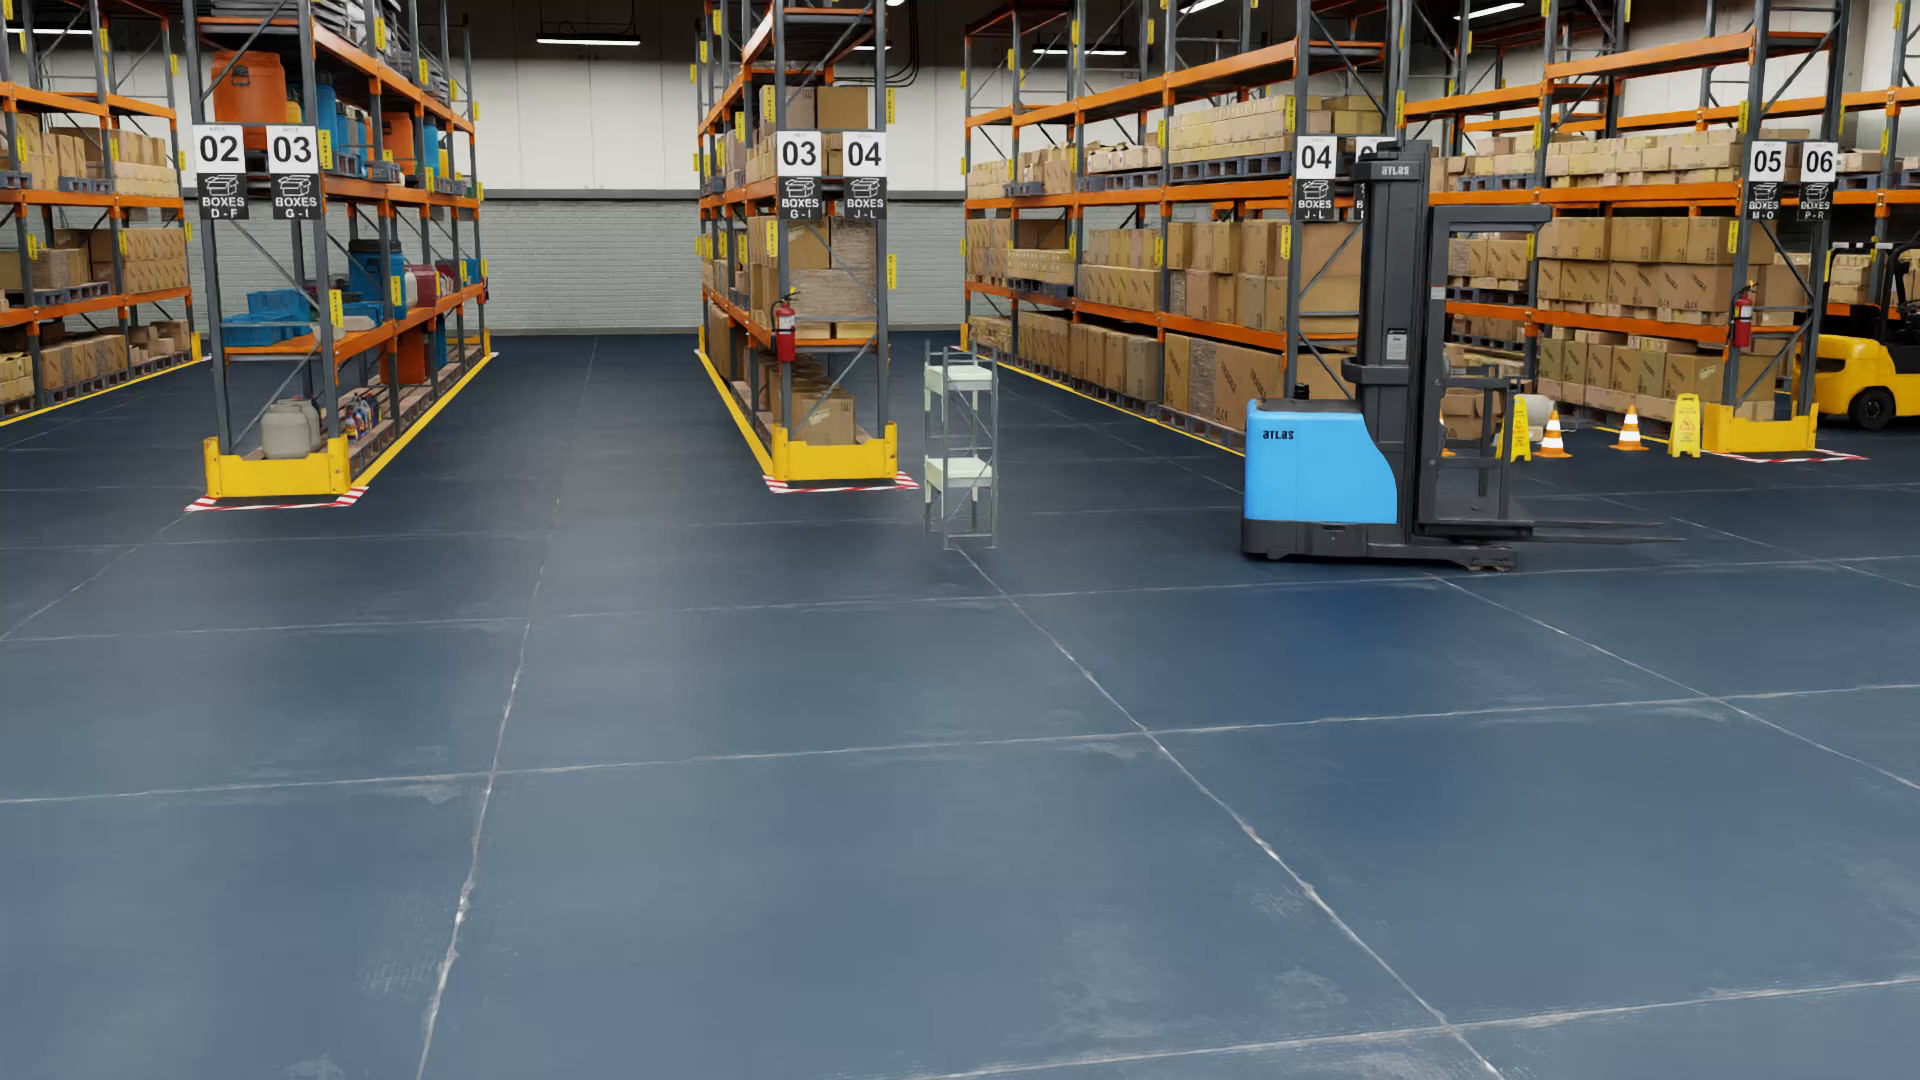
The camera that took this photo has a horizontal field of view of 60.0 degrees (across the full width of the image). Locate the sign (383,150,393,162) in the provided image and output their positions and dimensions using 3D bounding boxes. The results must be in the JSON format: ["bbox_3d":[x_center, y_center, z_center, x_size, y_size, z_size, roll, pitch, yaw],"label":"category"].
[{"bbox_3d":[-6.274,-4.115,18.247,0.100,0.325,0.005,-2,11,-11],"label":"sign"}]

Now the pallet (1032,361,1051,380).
[{"bbox_3d":[1.765,-2.691,26.272,1.003,0.211,1.213,-2,11,-11],"label":"pallet"}]

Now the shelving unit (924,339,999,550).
[{"bbox_3d":[0.001,-0.736,12.550,0.431,1.500,0.755,-2,11,-11],"label":"shelving unit"}]

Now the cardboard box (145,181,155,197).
[{"bbox_3d":[-13.373,-5.680,26.895,0.500,0.250,0.500,-2,11,-11],"label":"cardboard box"}]

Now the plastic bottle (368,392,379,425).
[{"bbox_3d":[-6.408,-1.426,18.075,0.144,0.351,0.185,-2,11,-13],"label":"plastic bottle"}]

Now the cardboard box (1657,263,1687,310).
[{"bbox_3d":[8.073,-2.803,18.336,0.500,0.500,0.500,-2,11,-11],"label":"cardboard box"}]

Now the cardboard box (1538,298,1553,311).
[{"bbox_3d":[7.510,-2.967,20.932,0.380,0.149,0.250,-2,11,-11],"label":"cardboard box"}]

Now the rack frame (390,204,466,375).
[{"bbox_3d":[-8.372,-4.086,26.143,1.000,3.000,0.127,-2,11,-11],"label":"rack frame"}]

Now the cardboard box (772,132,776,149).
[{"bbox_3d":[-1.539,-3.701,15.430,0.380,0.149,0.250,-2,11,-11],"label":"cardboard box"}]

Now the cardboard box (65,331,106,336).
[{"bbox_3d":[-13.620,-2.989,25.887,0.500,0.500,0.500,-2,11,-11],"label":"cardboard box"}]

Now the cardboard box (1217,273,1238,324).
[{"bbox_3d":[3.331,-2.670,18.303,0.875,0.550,0.500,-2,11,-11],"label":"cardboard box"}]

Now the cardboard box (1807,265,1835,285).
[{"bbox_3d":[12.178,-3.687,23.111,0.500,0.250,0.500,-2,11,-12],"label":"cardboard box"}]

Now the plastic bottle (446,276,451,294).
[{"bbox_3d":[-7.888,-3.928,25.621,0.061,0.283,0.133,-2,11,-11],"label":"plastic bottle"}]

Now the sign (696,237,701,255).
[{"bbox_3d":[-4.837,-5.445,30.755,0.100,0.325,0.005,-2,11,-11],"label":"sign"}]

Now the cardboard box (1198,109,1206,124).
[{"bbox_3d":[2.865,-4.692,18.452,0.380,0.149,0.250,-2,11,-10],"label":"cardboard box"}]

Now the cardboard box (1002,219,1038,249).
[{"bbox_3d":[1.015,-5.191,28.210,0.500,0.500,0.500,-3,11,-13],"label":"cardboard box"}]

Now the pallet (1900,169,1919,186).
[{"bbox_3d":[12.823,-4.615,21.136,1.003,0.211,1.213,-2,11,-11],"label":"pallet"}]

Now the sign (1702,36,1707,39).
[{"bbox_3d":[11.323,-7.498,25.311,0.100,0.325,0.005,-2,11,-11],"label":"sign"}]

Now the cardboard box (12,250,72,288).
[{"bbox_3d":[-12.677,-3.715,22.800,0.700,0.500,0.500,0,11,0],"label":"cardboard box"}]

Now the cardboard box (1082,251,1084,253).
[{"bbox_3d":[2.046,-4.354,25.507,0.380,0.149,0.250,-2,11,-8],"label":"cardboard box"}]

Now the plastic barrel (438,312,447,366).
[{"bbox_3d":[-8.282,-3.161,25.772,0.600,0.901,0.708,-2,11,-11],"label":"plastic barrel"}]

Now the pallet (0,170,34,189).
[{"bbox_3d":[-12.233,-4.433,20.446,1.213,0.211,1.003,-2,11,-8],"label":"pallet"}]

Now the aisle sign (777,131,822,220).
[{"bbox_3d":[-1.461,-3.320,15.166,0.394,0.787,0.004,-2,11,-11],"label":"aisle sign"}]

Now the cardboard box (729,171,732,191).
[{"bbox_3d":[-2.794,-4.743,21.972,0.500,0.250,0.500,-2,11,-10],"label":"cardboard box"}]

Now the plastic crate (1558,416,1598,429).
[{"bbox_3d":[7.265,-1.407,19.877,0.402,0.080,0.583,-6,13,-31],"label":"plastic crate"}]

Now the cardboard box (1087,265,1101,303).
[{"bbox_3d":[2.074,-3.558,23.102,0.500,0.500,0.500,-2,11,-12],"label":"cardboard box"}]

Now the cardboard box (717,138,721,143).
[{"bbox_3d":[-3.908,-6.776,28.586,0.500,0.250,0.500,-2,11,-13],"label":"cardboard box"}]

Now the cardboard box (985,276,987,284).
[{"bbox_3d":[0.659,-4.731,30.203,0.380,0.149,0.250,-2,11,-12],"label":"cardboard box"}]

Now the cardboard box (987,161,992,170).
[{"bbox_3d":[0.696,-6.599,29.319,0.380,0.149,0.250,-2,11,-12],"label":"cardboard box"}]

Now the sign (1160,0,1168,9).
[{"bbox_3d":[2.398,-6.384,19.459,0.100,0.325,0.005,-2,11,-11],"label":"sign"}]

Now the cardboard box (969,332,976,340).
[{"bbox_3d":[0.382,-3.860,31.455,0.380,0.149,0.250,-2,11,-10],"label":"cardboard box"}]

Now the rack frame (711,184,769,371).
[{"bbox_3d":[-3.513,-4.266,27.089,1.000,3.000,0.127,-2,11,-11],"label":"rack frame"}]

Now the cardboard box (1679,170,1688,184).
[{"bbox_3d":[8.115,-3.974,18.205,0.380,0.149,0.250,-2,11,-11],"label":"cardboard box"}]

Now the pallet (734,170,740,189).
[{"bbox_3d":[-2.178,-4.488,20.731,1.213,0.211,1.003,-2,11,-11],"label":"pallet"}]

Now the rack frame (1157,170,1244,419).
[{"bbox_3d":[2.928,-2.961,20.230,1.000,3.000,0.127,-2,11,-11],"label":"rack frame"}]

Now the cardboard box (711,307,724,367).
[{"bbox_3d":[-3.194,-3.148,25.775,1.225,0.875,0.875,-3,11,-13],"label":"cardboard box"}]

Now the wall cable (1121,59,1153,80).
[{"bbox_3d":[4.785,-9.367,37.844,2.355,3.000,0.029,-2,11,-11],"label":"wall cable"}]

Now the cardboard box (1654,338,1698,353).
[{"bbox_3d":[7.993,-2.171,18.569,0.380,0.149,0.250,-2,11,-9],"label":"cardboard box"}]

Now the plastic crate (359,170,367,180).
[{"bbox_3d":[-6.107,-3.683,16.708,0.243,0.136,0.396,-2,11,-11],"label":"plastic crate"}]

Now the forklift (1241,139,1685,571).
[{"bbox_3d":[3.583,-1.330,11.844,3.031,2.935,1.130,2,11,9],"label":"forklift"}]

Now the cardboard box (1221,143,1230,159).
[{"bbox_3d":[3.012,-4.161,17.796,0.380,0.149,0.250,-2,11,-10],"label":"cardboard box"}]

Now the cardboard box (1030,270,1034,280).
[{"bbox_3d":[1.302,-4.136,25.955,0.380,0.149,0.250,-3,11,-14],"label":"cardboard box"}]

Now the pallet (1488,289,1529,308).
[{"bbox_3d":[7.758,-3.211,22.056,1.003,0.211,1.213,-2,11,-11],"label":"pallet"}]

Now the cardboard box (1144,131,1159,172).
[{"bbox_3d":[2.762,-5.164,22.125,0.500,0.500,0.500,-2,11,-11],"label":"cardboard box"}]

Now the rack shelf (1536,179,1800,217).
[{"bbox_3d":[8.153,-3.913,19.133,1.077,0.370,4.000,-2,11,-11],"label":"rack shelf"}]

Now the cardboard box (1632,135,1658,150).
[{"bbox_3d":[7.855,-4.499,18.828,0.380,0.149,0.250,-2,11,-10],"label":"cardboard box"}]

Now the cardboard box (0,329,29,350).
[{"bbox_3d":[-12.880,-2.703,22.378,0.500,0.250,0.500,-2,11,-9],"label":"cardboard box"}]

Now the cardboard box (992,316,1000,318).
[{"bbox_3d":[0.534,-4.105,31.153,0.380,0.149,0.250,-2,11,-10],"label":"cardboard box"}]

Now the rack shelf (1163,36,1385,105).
[{"bbox_3d":[3.317,-4.991,17.847,1.077,0.370,4.000,-2,11,-11],"label":"rack shelf"}]

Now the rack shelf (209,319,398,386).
[{"bbox_3d":[-6.427,-1.899,16.574,1.077,0.370,4.000,-2,11,-11],"label":"rack shelf"}]

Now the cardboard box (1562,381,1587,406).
[{"bbox_3d":[7.728,-1.799,20.359,0.500,0.250,0.500,-1,11,-8],"label":"cardboard box"}]

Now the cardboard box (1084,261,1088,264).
[{"bbox_3d":[2.093,-4.164,25.306,0.380,0.149,0.250,-2,11,-11],"label":"cardboard box"}]

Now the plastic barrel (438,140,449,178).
[{"bbox_3d":[-7.995,-5.698,24.965,0.600,0.588,0.600,0,11,0],"label":"plastic barrel"}]

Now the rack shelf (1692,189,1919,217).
[{"bbox_3d":[12.243,-4.828,23.939,1.077,0.370,4.000,-2,11,-11],"label":"rack shelf"}]
